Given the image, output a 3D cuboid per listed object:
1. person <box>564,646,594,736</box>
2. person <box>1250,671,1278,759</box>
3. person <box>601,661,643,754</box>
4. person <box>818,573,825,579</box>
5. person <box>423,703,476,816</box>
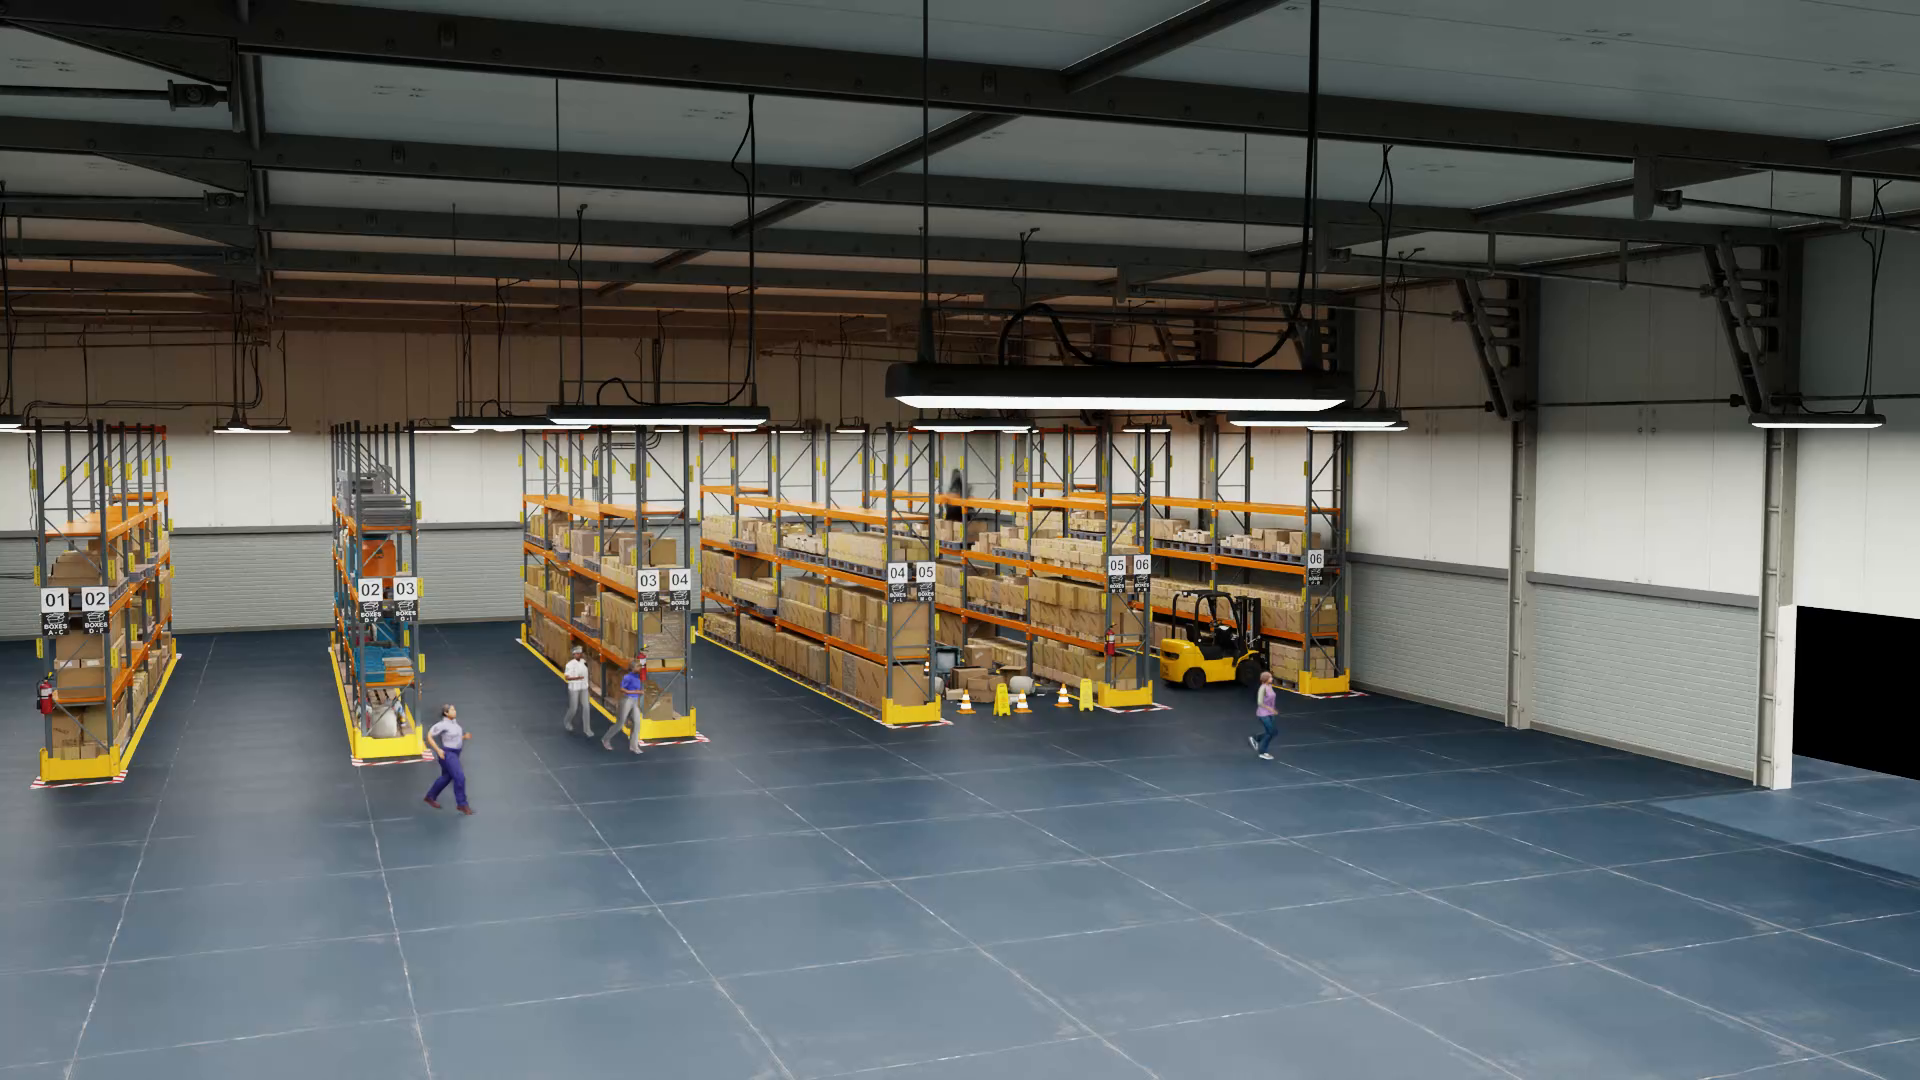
[{"bbox_3d":[-7.292,2.861,31.788,0.582,1.694,0.898,-3,5,-41],"label":"person"},{"bbox_3d":[5.402,3.101,29.505,0.571,1.556,0.567,2,4,28],"label":"person"},{"bbox_3d":[-6.020,3.019,30.249,0.884,1.639,0.617,2,4,25],"label":"person"},{"bbox_3d":[-4.083,1.670,50.823,0.829,1.775,0.710,0,4,-8],"label":"person"},{"bbox_3d":[-7.749,3.322,25.197,0.847,1.676,0.589,0,4,0],"label":"person"}]
